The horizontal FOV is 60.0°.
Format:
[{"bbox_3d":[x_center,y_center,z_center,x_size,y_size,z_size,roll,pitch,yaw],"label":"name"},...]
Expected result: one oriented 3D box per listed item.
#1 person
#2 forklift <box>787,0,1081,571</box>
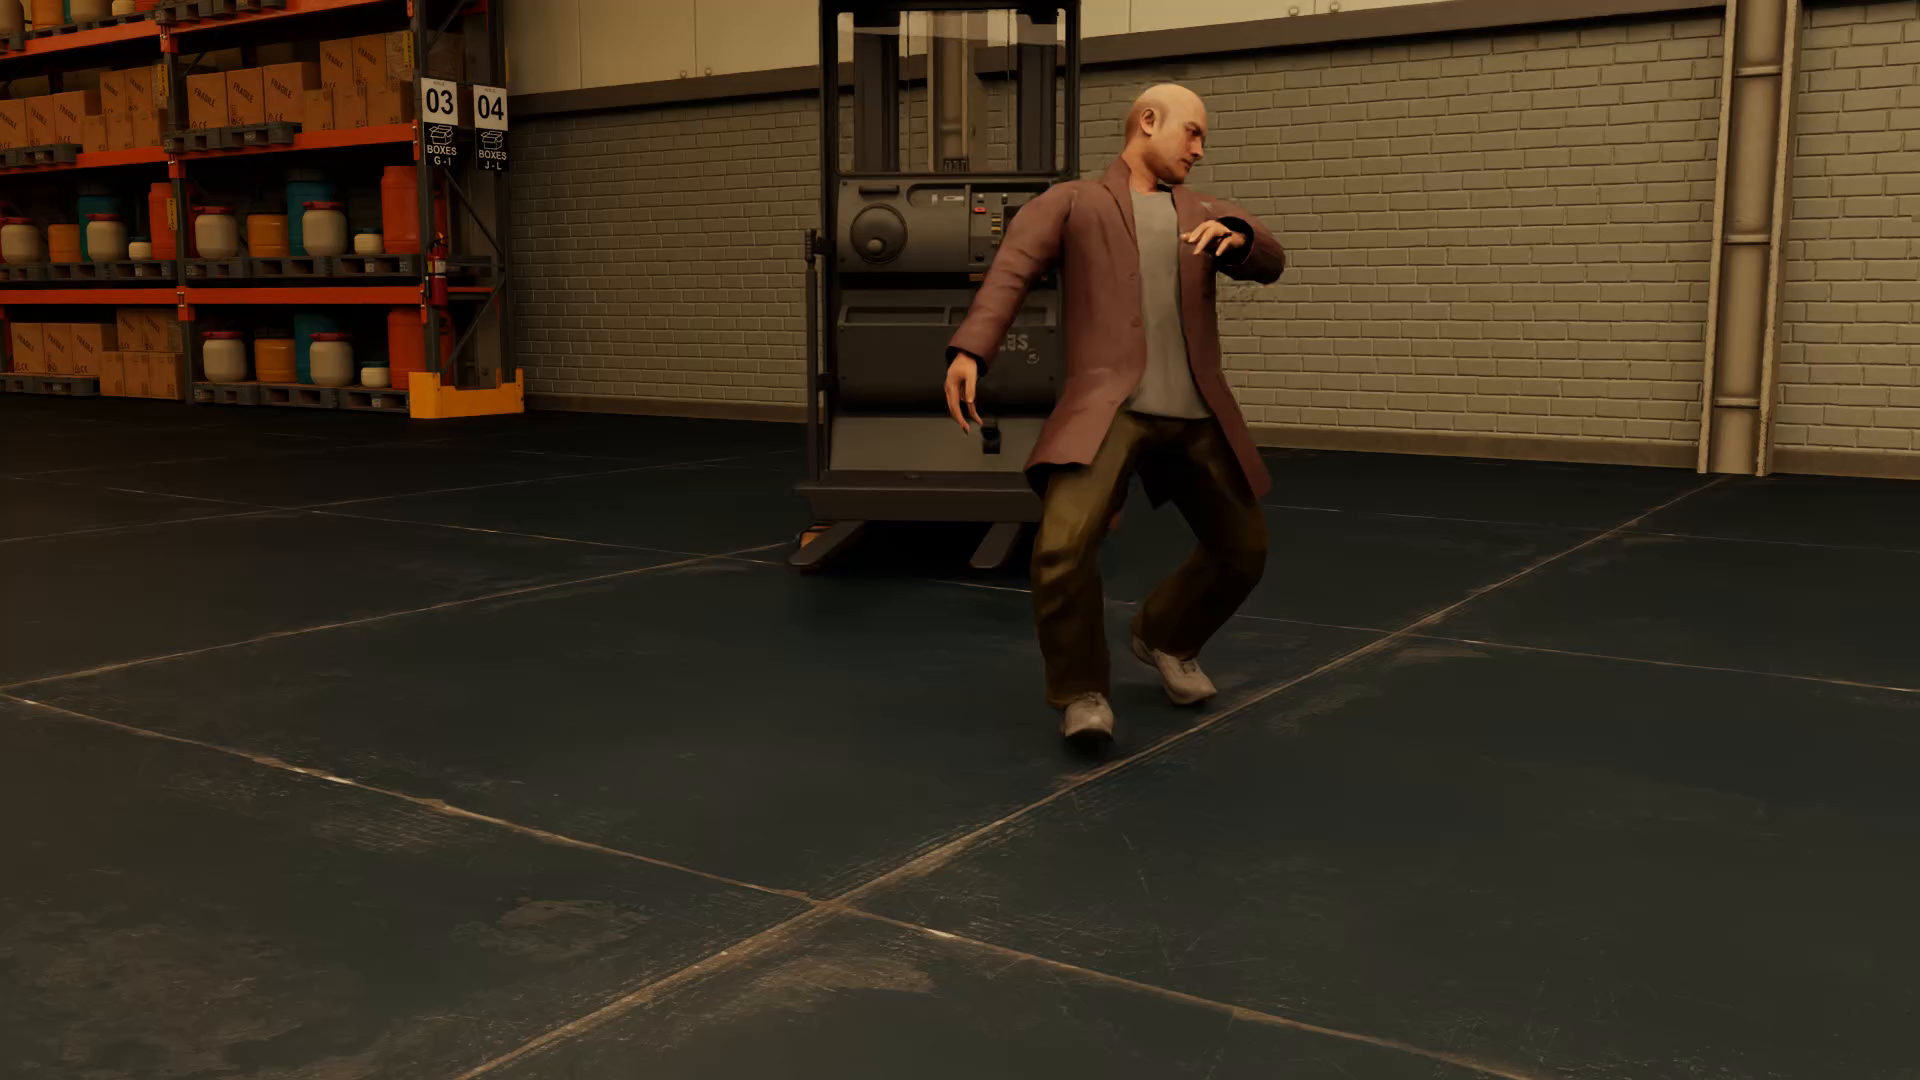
[{"bbox_3d":[0.376,-0.317,4.063,0.884,1.616,0.932,-3,9,-21],"label":"person"},{"bbox_3d":[-0.069,-1.359,6.747,1.130,2.935,3.031,1,8,6],"label":"forklift"}]
